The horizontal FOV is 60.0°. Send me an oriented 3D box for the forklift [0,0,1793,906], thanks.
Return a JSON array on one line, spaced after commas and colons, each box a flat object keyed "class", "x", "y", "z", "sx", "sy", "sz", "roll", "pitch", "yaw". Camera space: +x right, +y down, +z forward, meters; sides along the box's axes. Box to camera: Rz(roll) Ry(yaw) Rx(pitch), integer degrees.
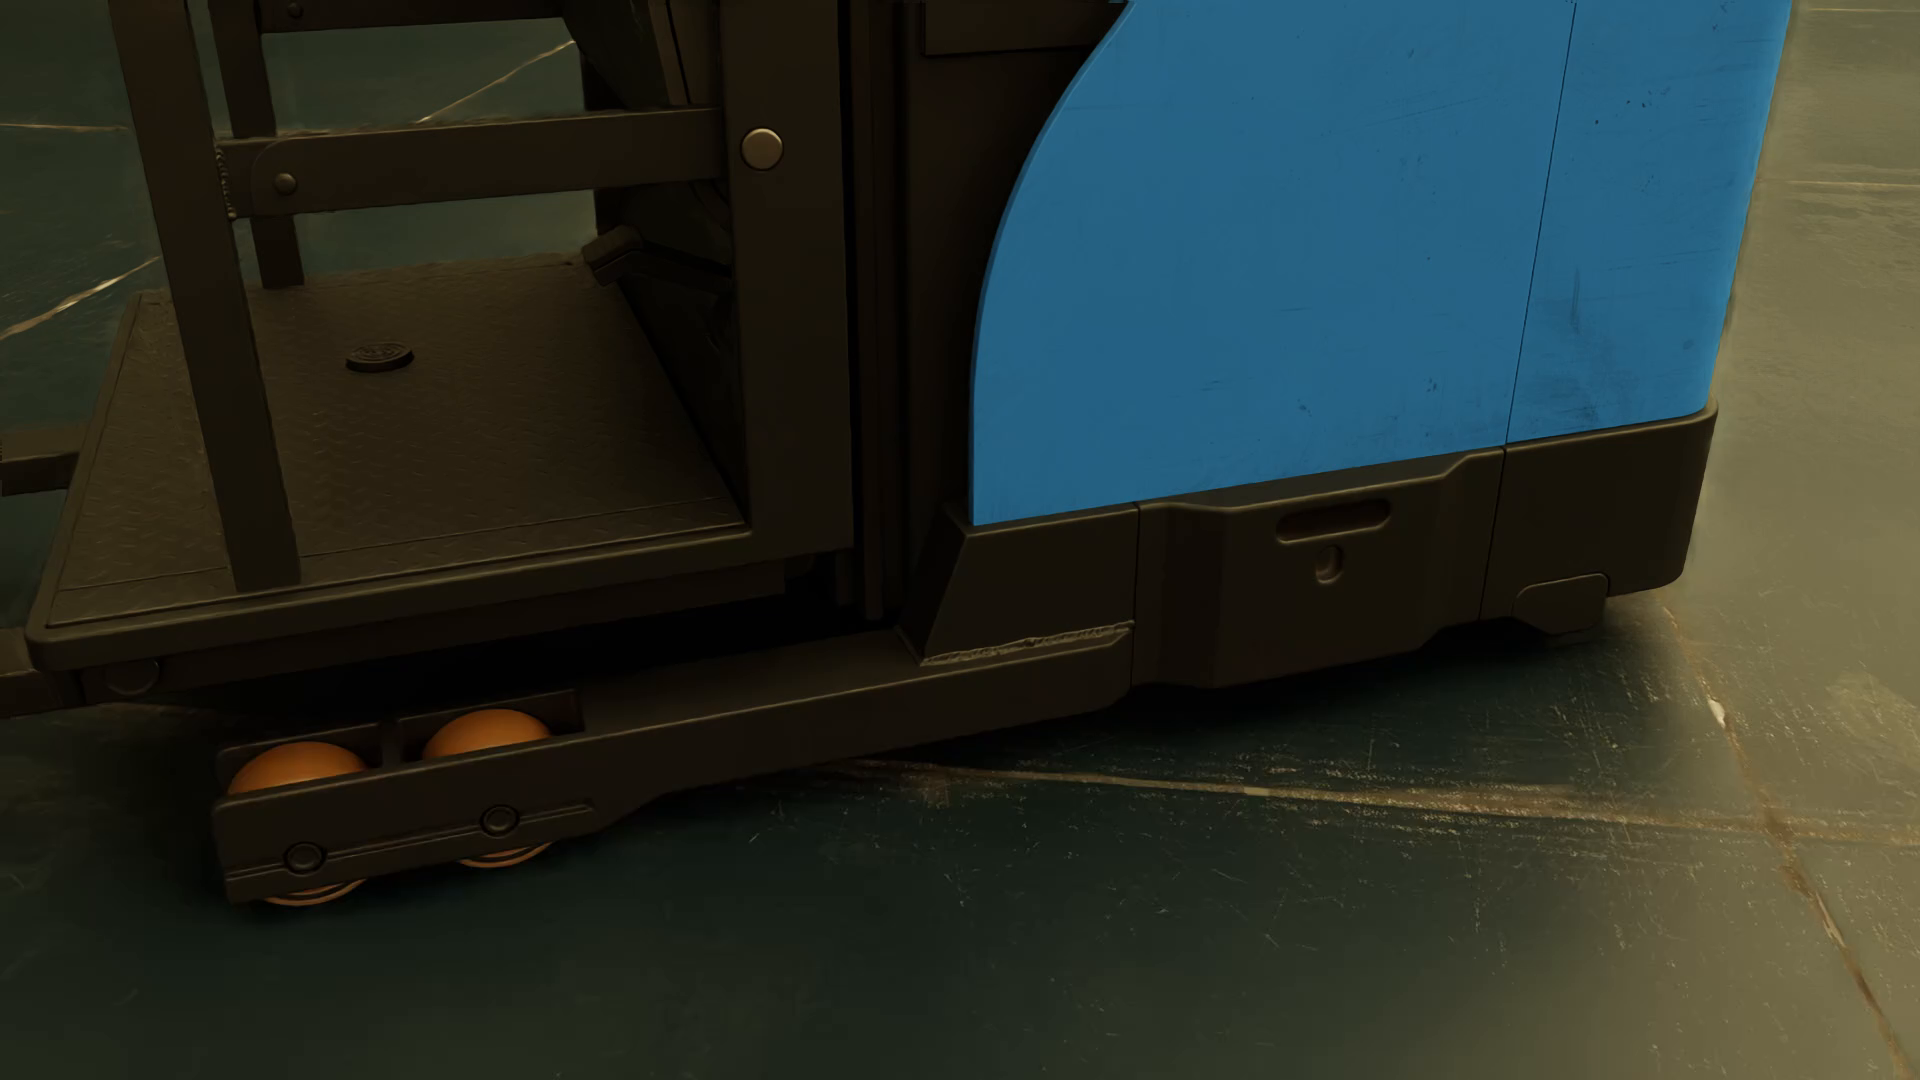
[{"class": "forklift", "x": -0.582, "y": -1.196, "z": 1.614, "sx": 3.031, "sy": 2.935, "sz": 1.130, "roll": -9, "pitch": 28, "yaw": -17}]
